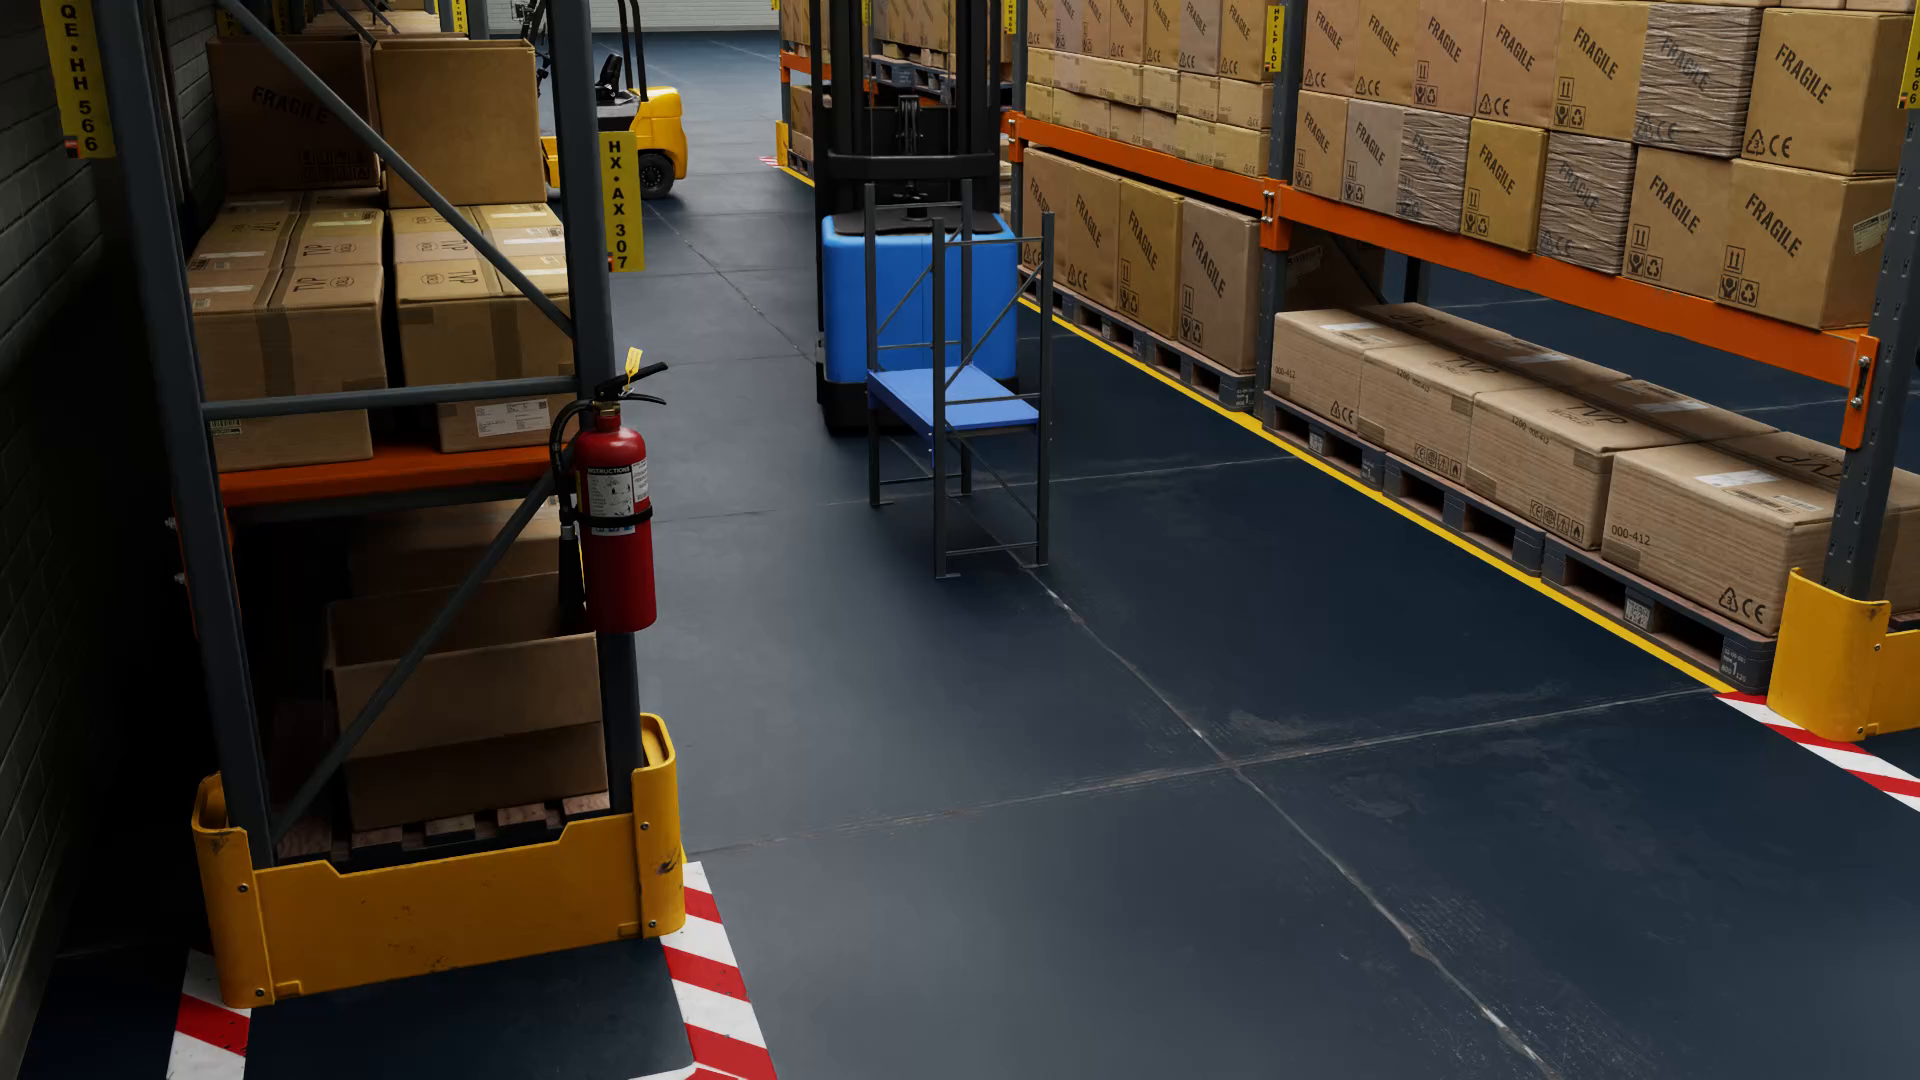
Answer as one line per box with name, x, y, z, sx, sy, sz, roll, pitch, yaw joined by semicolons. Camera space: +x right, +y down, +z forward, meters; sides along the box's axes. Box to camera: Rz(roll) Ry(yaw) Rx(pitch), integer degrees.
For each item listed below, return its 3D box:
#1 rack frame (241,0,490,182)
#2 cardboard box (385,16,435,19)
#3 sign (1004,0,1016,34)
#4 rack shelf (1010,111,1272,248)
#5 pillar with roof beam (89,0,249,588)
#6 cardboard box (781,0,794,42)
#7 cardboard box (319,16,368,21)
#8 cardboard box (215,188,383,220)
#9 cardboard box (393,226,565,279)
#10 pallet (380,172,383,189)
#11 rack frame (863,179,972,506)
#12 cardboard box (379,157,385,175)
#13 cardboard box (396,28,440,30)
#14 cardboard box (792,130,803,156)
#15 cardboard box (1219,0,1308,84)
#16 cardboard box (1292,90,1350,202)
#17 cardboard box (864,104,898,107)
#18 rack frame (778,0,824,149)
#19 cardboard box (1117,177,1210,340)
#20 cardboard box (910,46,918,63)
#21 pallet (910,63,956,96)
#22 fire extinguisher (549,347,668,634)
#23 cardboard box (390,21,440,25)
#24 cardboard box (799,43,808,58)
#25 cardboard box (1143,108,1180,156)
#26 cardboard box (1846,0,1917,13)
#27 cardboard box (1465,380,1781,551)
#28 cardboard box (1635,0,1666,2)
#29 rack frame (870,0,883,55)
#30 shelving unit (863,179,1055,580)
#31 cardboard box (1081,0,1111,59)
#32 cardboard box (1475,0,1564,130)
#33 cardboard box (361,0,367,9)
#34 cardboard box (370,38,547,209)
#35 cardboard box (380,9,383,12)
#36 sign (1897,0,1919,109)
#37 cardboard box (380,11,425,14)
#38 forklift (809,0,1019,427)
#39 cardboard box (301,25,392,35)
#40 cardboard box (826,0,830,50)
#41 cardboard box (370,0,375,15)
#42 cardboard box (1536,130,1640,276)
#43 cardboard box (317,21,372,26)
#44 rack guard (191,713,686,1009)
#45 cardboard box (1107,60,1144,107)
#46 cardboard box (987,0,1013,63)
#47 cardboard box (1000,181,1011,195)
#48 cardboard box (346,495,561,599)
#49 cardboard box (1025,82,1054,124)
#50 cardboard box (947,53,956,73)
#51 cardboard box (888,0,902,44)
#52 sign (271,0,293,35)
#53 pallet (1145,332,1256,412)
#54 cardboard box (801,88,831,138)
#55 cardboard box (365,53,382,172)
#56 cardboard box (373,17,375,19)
rack frame;-2.572;-1.610;7.463;1.000;3.000;0.127;-6;21;-17
cardboard box;-4.412;-4.118;13.336;0.380;0.149;0.250;-7;21;-18
sign;0.370;-3.870;12.157;0.100;0.325;0.005;-6;21;-17
rack shelf;1.510;-2.442;10.843;1.077;0.370;4.000;-6;21;-17
pillar with roof beam;0.878;-4.572;6.833;9.100;9.000;0.400;-6;21;-17
cardboard box;-1.747;-5.995;19.083;0.500;0.500;0.500;-7;21;-18
cardboard box;-4.967;-4.143;13.405;0.380;0.149;0.250;-7;21;-18
cardboard box;-2.188;-1.008;5.568;0.500;0.250;0.500;-6;21;-17
cardboard box;-1.360;-0.732;4.799;0.500;0.250;0.500;-6;21;-17
pallet;-2.720;-1.788;8.241;1.003;0.211;1.213;-6;21;-17
rack frame;-0.187;-0.896;7.693;0.500;1.500;0.032;-6;21;-17
cardboard box;-2.180;-1.542;7.055;0.500;0.250;0.500;-6;21;-16
cardboard box;-3.735;-3.465;11.520;0.380;0.149;0.250;-6;21;-16
cardboard box;-1.642;-4.605;19.247;0.500;0.250;0.500;-7;21;-18
cardboard box;1.760;-2.773;9.073;0.500;0.500;0.500;-6;21;-15
cardboard box;2.038;-2.008;8.420;0.500;0.500;0.500;-6;21;-15
cardboard box;-0.816;-4.124;16.798;0.500;0.500;0.500;-7;21;-18
rack frame;-1.633;-5.990;19.655;1.000;3.000;0.127;-6;21;-17
cardboard box;1.577;-1.816;10.557;0.875;0.875;0.875;-6;21;-16
cardboard box;-0.229;-4.324;14.767;0.380;0.149;0.250;-6;21;-16
pallet;0.221;-3.963;14.297;1.003;0.211;1.213;-6;21;-17
fire extinguisher;-0.830;-0.117;3.970;0.296;0.674;0.183;-6;21;-17
cardboard box;-4.065;-3.793;12.432;0.380;0.149;0.250;-6;21;-16
cardboard box;-1.587;-5.481;18.610;0.380;0.149;0.250;-6;21;-16
cardboard box;1.459;-2.513;10.197;0.500;0.250;0.500;-7;21;-19
cardboard box;3.093;-1.772;5.326;0.380;0.149;0.250;-6;21;-16
cardboard box;2.798;-0.341;7.098;0.875;0.438;0.875;-6;21;-16
cardboard box;2.775;-2.102;6.243;0.380;0.149;0.250;-7;21;-18
rack frame;-0.376;-4.706;16.082;1.000;3.000;0.127;-6;21;-17
shelving unit;-0.027;-0.733;7.239;0.538;1.500;1.048;-6;21;-17
cardboard box;1.118;-3.430;10.902;0.500;0.500;0.500;-6;21;-16
cardboard box;2.518;-1.988;6.886;0.500;0.500;0.500;-7;21;-18
cardboard box;-5.513;-4.825;14.865;0.380;0.149;0.250;-7;21;-19
cardboard box;-1.673;-1.405;5.562;0.500;0.500;0.500;-6;21;-16
cardboard box;-5.128;-4.824;15.301;0.380;0.149;0.250;-6;21;-17
sign;2.877;-1.459;4.977;0.100;0.325;0.005;-6;21;-17
cardboard box;-4.768;-4.444;14.244;0.380;0.149;0.250;-6;21;-15
forklift;-0.333;-2.440;9.874;1.130;2.935;3.031;-2;20;-5
cardboard box;-3.816;-2.957;10.442;0.500;0.500;0.500;-5;20;-15
cardboard box;-1.087;-5.340;17.258;0.500;0.500;0.500;-6;21;-16
cardboard box;-6.272;-5.523;17.247;0.380;0.149;0.250;-7;21;-18
cardboard box;2.679;-1.356;6.606;0.500;0.500;0.500;-6;21;-16
cardboard box;-4.624;-3.820;12.506;0.380;0.149;0.250;-6;21;-16
rack guard;-1.339;0.825;4.379;1.175;0.500;0.348;-6;21;-17
cardboard box;1.260;-2.907;10.555;0.500;0.250;0.500;-6;21;-16
cardboard box;0.475;-3.924;12.694;0.500;0.500;0.500;-7;21;-19
cardboard box;0.474;-2.802;14.046;0.950;0.372;0.625;-7;21;-18
cardboard box;-1.649;0.167;5.590;0.700;0.500;0.500;-6;20;-15
cardboard box;0.797;-3.168;12.022;0.500;0.250;0.500;-7;21;-18
cardboard box;0.109;-3.905;13.602;0.380;0.149;0.250;-6;21;-16
cardboard box;-0.342;-4.749;14.992;0.500;0.500;0.500;-6;21;-17
sign;-4.355;-3.379;10.673;0.100;0.325;0.005;-6;21;-17
pallet;1.825;-1.066;10.073;1.003;0.211;1.213;-6;21;-17
cardboard box;-1.465;-4.783;18.633;0.500;0.500;0.500;-7;21;-19
cardboard box;-2.512;-2.034;7.873;0.700;0.500;0.500;-6;21;-16
cardboard box;-6.105;-4.994;16.735;0.500;0.500;0.500;-7;21;-18
